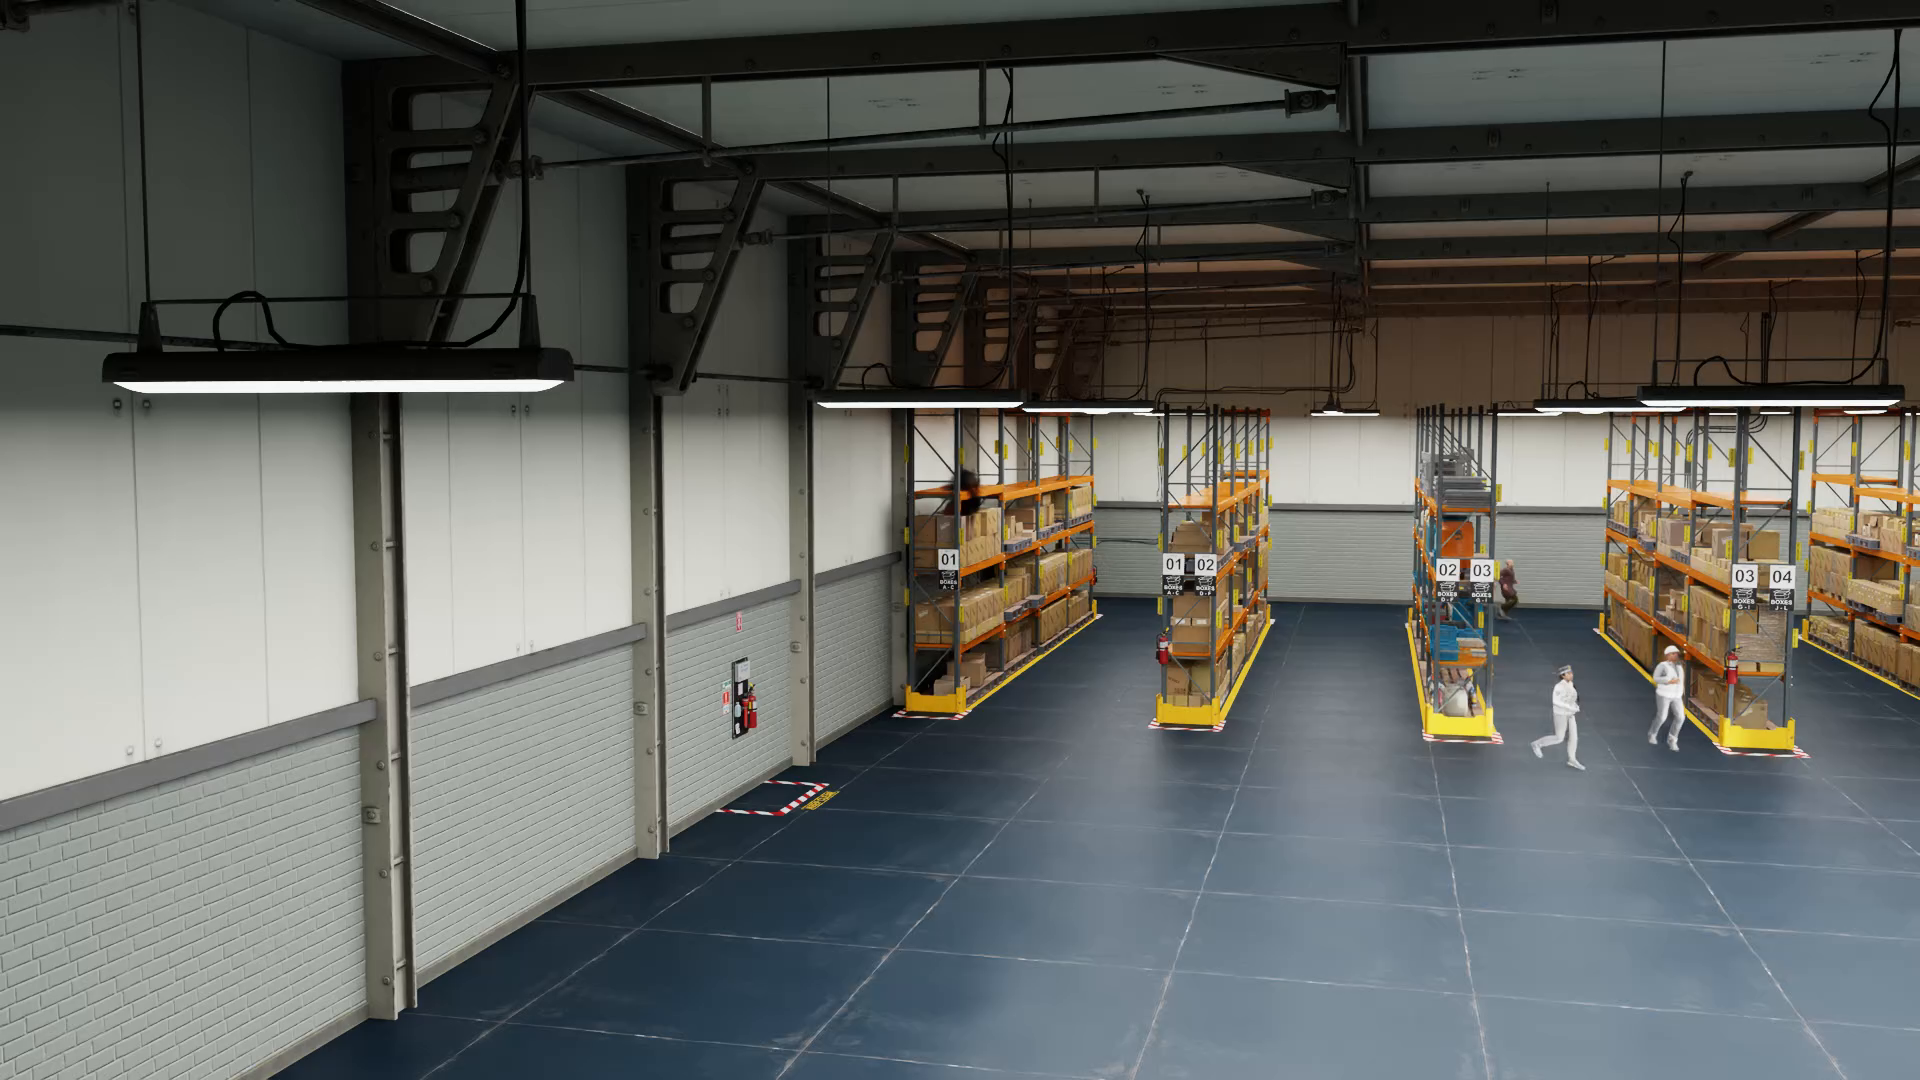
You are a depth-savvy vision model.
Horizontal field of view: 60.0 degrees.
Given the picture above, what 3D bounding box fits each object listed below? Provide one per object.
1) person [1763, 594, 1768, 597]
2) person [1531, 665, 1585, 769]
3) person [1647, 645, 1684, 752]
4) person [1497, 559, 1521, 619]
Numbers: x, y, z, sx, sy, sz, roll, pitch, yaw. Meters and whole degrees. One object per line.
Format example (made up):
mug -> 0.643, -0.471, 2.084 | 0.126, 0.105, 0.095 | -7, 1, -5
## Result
person -> 20.852, 1.787, 43.627 | 0.636, 1.523, 0.715 | 3, 5, 37
person -> 9.932, 2.891, 27.478 | 0.625, 1.702, 0.859 | -4, 6, -43
person -> 12.311, 2.744, 28.917 | 0.678, 1.843, 0.700 | -1, 4, -15
person -> 15.671, 1.401, 47.449 | 0.645, 1.735, 0.712 | 2, 5, 28
